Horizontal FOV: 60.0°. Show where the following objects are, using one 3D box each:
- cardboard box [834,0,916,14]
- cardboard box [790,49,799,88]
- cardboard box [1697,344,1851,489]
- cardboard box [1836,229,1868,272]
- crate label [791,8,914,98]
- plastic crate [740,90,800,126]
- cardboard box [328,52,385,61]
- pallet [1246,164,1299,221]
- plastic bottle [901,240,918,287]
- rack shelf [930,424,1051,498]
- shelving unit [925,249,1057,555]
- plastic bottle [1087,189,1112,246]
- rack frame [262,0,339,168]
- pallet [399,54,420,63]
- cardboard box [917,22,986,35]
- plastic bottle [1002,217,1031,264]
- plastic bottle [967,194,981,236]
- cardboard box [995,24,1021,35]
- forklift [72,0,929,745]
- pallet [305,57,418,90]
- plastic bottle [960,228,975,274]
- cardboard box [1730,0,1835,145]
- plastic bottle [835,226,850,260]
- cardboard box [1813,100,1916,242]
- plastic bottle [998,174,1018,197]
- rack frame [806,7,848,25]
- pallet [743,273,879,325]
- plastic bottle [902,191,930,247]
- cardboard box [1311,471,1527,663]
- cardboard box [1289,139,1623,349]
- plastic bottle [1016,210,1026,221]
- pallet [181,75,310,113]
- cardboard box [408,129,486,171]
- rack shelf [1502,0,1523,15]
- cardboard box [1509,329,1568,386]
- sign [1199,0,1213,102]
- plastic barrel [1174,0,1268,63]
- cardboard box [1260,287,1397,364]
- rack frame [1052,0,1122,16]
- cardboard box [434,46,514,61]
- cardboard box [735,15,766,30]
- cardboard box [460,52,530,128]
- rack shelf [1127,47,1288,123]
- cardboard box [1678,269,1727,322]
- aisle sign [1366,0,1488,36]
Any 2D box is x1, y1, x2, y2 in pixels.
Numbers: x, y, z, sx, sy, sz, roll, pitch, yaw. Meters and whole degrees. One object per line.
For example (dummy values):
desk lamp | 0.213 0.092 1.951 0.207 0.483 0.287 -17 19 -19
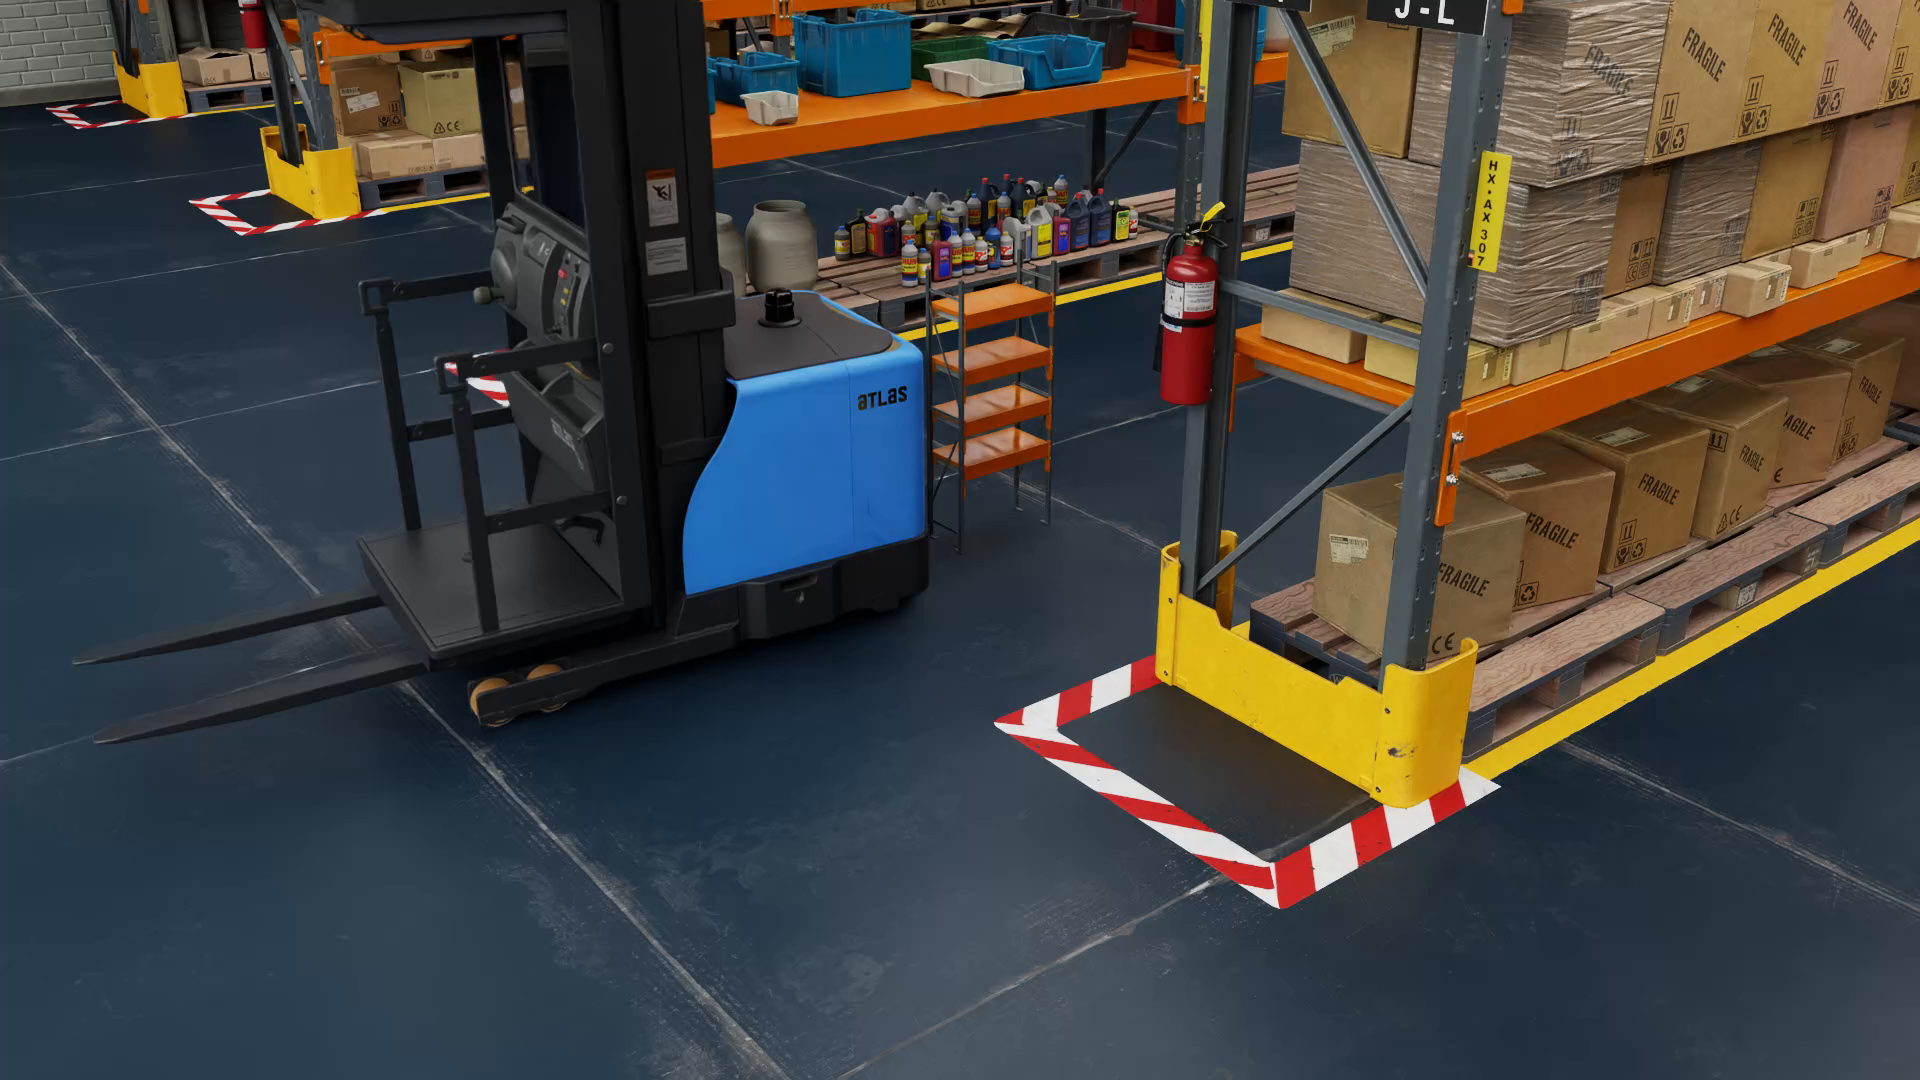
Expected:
cardboard box | -1.080 -7.063 20.960 0.750 0.750 0.750 -19 31 -35
cardboard box | -1.349 -4.243 14.931 0.500 0.311 0.500 -18 30 -34
cardboard box | 3.496 -0.553 7.349 0.500 0.500 0.500 -9 26 -18
cardboard box | 3.280 -1.163 6.491 0.250 0.149 0.380 -18 31 -34
crate label | -0.641 -2.924 9.944 0.616 0.435 0.502 -18 31 -34
plastic crate | -1.019 -2.346 9.055 0.250 0.136 0.298 -18 31 -34
cardboard box | -6.379 -5.160 17.251 0.500 0.500 0.700 -21 32 -37
pallet | 2.780 -2.650 12.708 1.213 0.211 1.003 -18 31 -34
plastic bottle | -0.303 -1.670 10.003 0.097 0.271 0.097 0 25 0
rack shelf | 0.130 -0.346 7.202 0.480 0.148 0.258 -18 31 -34
shelving unit | 0.130 -0.587 7.090 0.503 1.200 0.258 -18 31 -34
plastic bottle | 0.897 -2.114 10.866 0.185 0.351 0.144 -19 31 -35
rack frame | -4.976 -3.982 12.266 0.127 3.000 1.000 -18 31 -34
pallet | -5.394 -5.210 18.225 1.213 0.211 1.003 -18 31 -34
cardboard box | -0.085 -4.948 16.449 0.500 0.311 0.500 -19 31 -35
plastic bottle | 0.361 -1.906 10.506 0.135 0.276 0.152 -18 30 -33
plastic bottle | 0.093 -2.169 11.079 0.097 0.271 0.097 0 25 0
cardboard box | 0.654 -4.903 16.352 0.500 0.311 0.500 -19 31 -35
forklift | -1.650 -0.928 5.768 3.031 2.935 1.130 -14 29 -28
pallet | -6.355 -4.891 17.538 1.213 0.211 1.003 -18 31 -34
plastic bottle | 0.045 -1.785 10.251 0.097 0.271 0.097 0 25 0
cardboard box | 2.526 -1.643 5.568 0.500 0.500 0.500 -18 31 -34
plastic bottle | -0.747 -1.892 10.566 0.097 0.201 0.097 0 25 0
cardboard box | 3.143 -1.541 6.534 0.500 0.500 0.875 -18 31 -34
plastic bottle | 0.334 -2.305 11.277 0.185 0.351 0.144 -17 30 -33
rack frame | -1.740 -7.700 20.278 0.127 3.000 1.000 -18 31 -34
pallet | -1.249 -1.320 9.843 1.213 0.211 1.003 -18 31 -34
plastic bottle | -0.295 -2.097 10.829 0.185 0.351 0.144 -17 30 -32
cardboard box | 1.636 0.088 5.969 0.500 0.500 0.500 -12 28 -25
cardboard box | 1.584 -1.013 5.398 0.500 0.500 0.875 -18 31 -34
plastic bottle | 0.408 -1.977 10.651 0.133 0.283 0.061 -18 31 -34
pallet | -7.314 -4.576 16.859 1.213 0.211 1.003 -18 31 -34
cardboard box | -4.025 -3.122 13.181 0.500 0.250 0.500 -18 31 -34
rack shelf | 2.708 -2.253 5.833 4.000 0.370 1.077 -18 31 -34
cardboard box | 1.714 -0.639 5.362 0.250 0.149 0.380 -18 31 -34
sign | 0.807 -1.557 5.290 0.005 0.325 0.100 -18 31 -34
plastic barrel | 1.717 -3.606 10.862 0.708 0.901 0.600 -18 31 -34
cardboard box | 1.231 -0.728 5.553 0.250 0.149 0.380 -18 31 -34
rack frame | 1.320 -6.060 16.744 0.127 3.000 1.000 -18 31 -34
cardboard box | -3.959 -3.768 13.682 0.500 0.500 0.500 -18 31 -34
cardboard box | -2.752 -6.466 20.066 0.500 0.500 0.700 -18 31 -34
cardboard box | -3.639 -3.595 13.311 0.500 0.500 0.500 -18 31 -34
rack shelf | 2.799 -3.572 12.238 4.000 0.370 1.077 -18 31 -34
cardboard box | 2.485 -0.907 5.940 0.250 0.149 0.380 -18 31 -34
aisle sign | 1.271 -1.763 4.397 0.004 0.787 0.394 -18 31 -34
